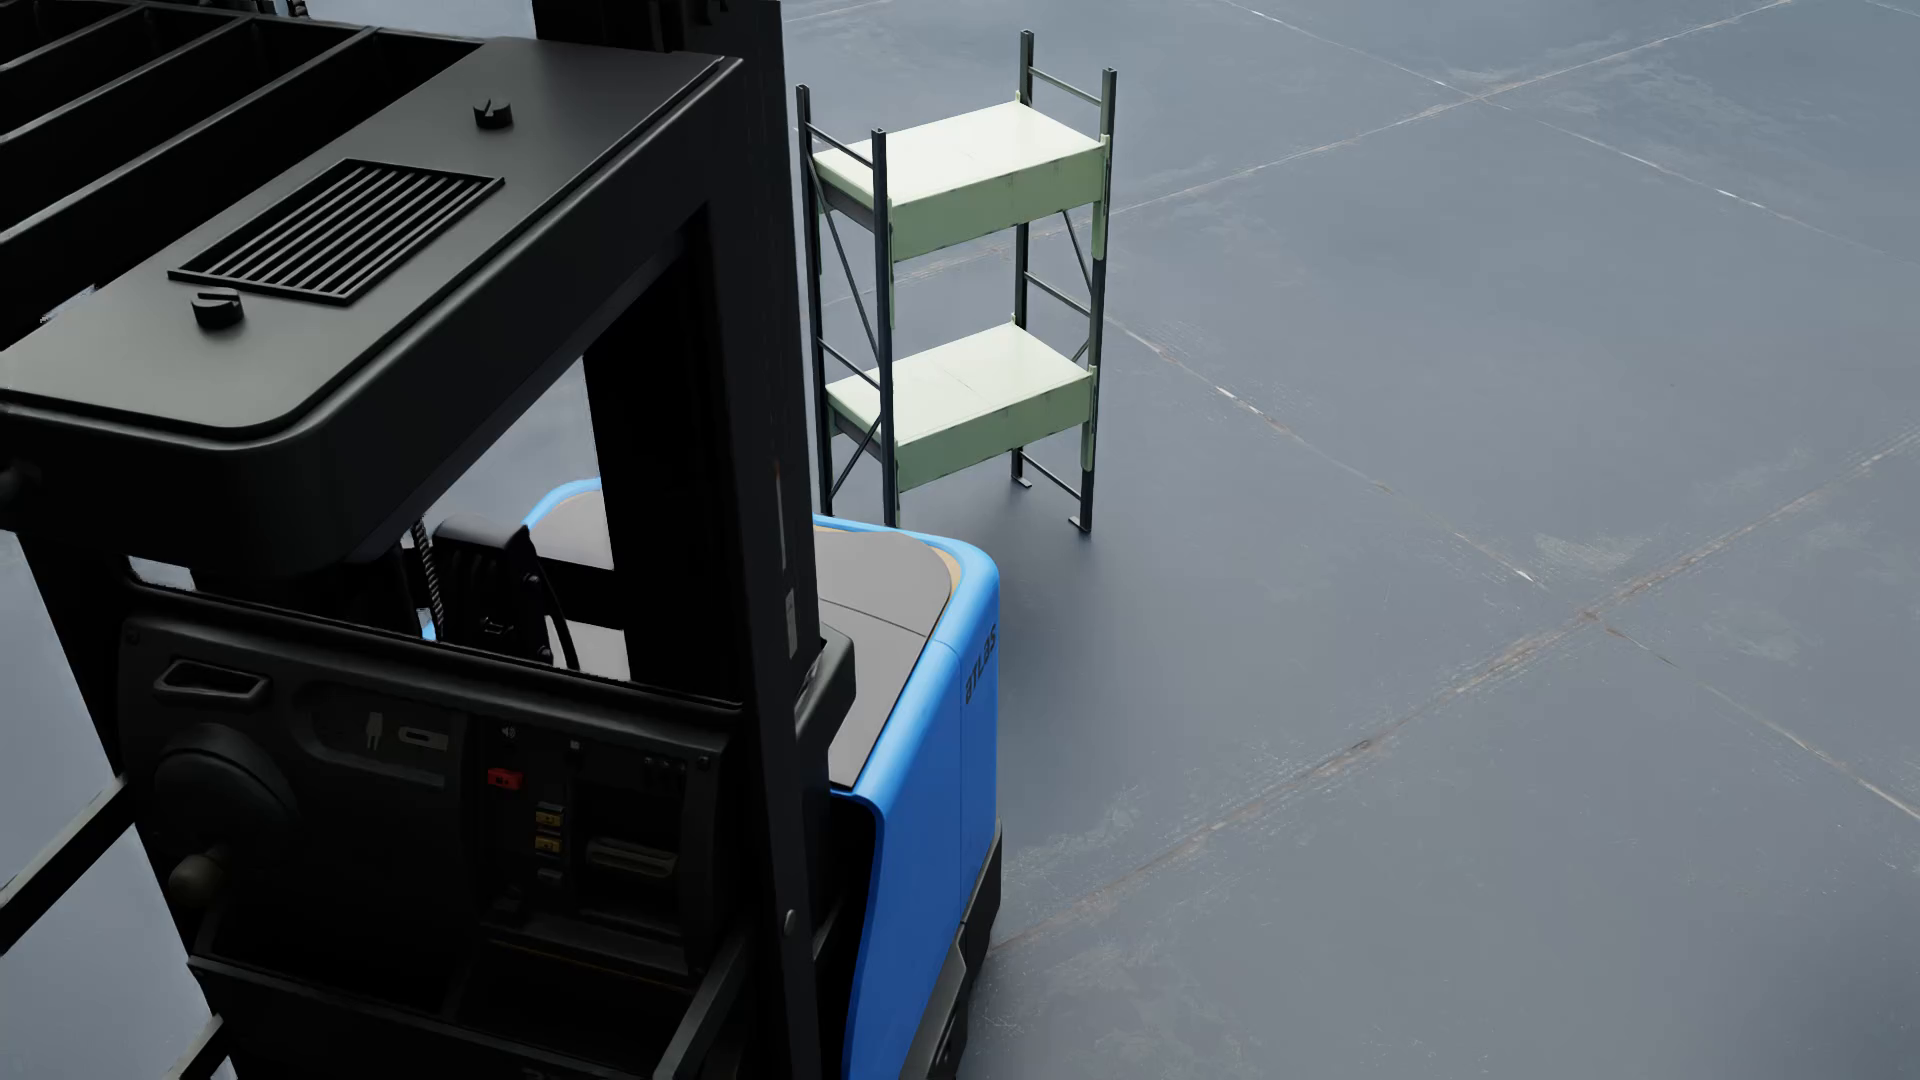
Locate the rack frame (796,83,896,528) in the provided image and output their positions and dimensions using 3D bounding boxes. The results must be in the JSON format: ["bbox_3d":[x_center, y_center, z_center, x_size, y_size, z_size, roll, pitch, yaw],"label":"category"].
[{"bbox_3d":[-0.305,-0.484,4.638,0.023,1.500,0.400,-22,41,-28],"label":"rack frame"}]

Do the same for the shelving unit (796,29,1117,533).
[{"bbox_3d":[-0.005,-0.607,4.809,0.755,1.500,0.431,-22,41,-28],"label":"shelving unit"}]

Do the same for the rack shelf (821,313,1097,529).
[{"bbox_3d":[-0.005,-0.342,4.999,0.720,0.370,0.431,-22,41,-28],"label":"rack shelf"}]

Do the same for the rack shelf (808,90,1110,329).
[{"bbox_3d":[-0.005,-0.923,4.581,0.720,0.370,0.431,-22,41,-28],"label":"rack shelf"}]

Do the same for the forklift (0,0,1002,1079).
[{"bbox_3d":[-0.821,0.432,2.139,1.130,2.935,3.031,10,37,14],"label":"forklift"}]

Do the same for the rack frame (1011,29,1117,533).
[{"bbox_3d":[0.294,-0.730,4.980,0.023,1.500,0.400,-22,41,-28],"label":"rack frame"}]
